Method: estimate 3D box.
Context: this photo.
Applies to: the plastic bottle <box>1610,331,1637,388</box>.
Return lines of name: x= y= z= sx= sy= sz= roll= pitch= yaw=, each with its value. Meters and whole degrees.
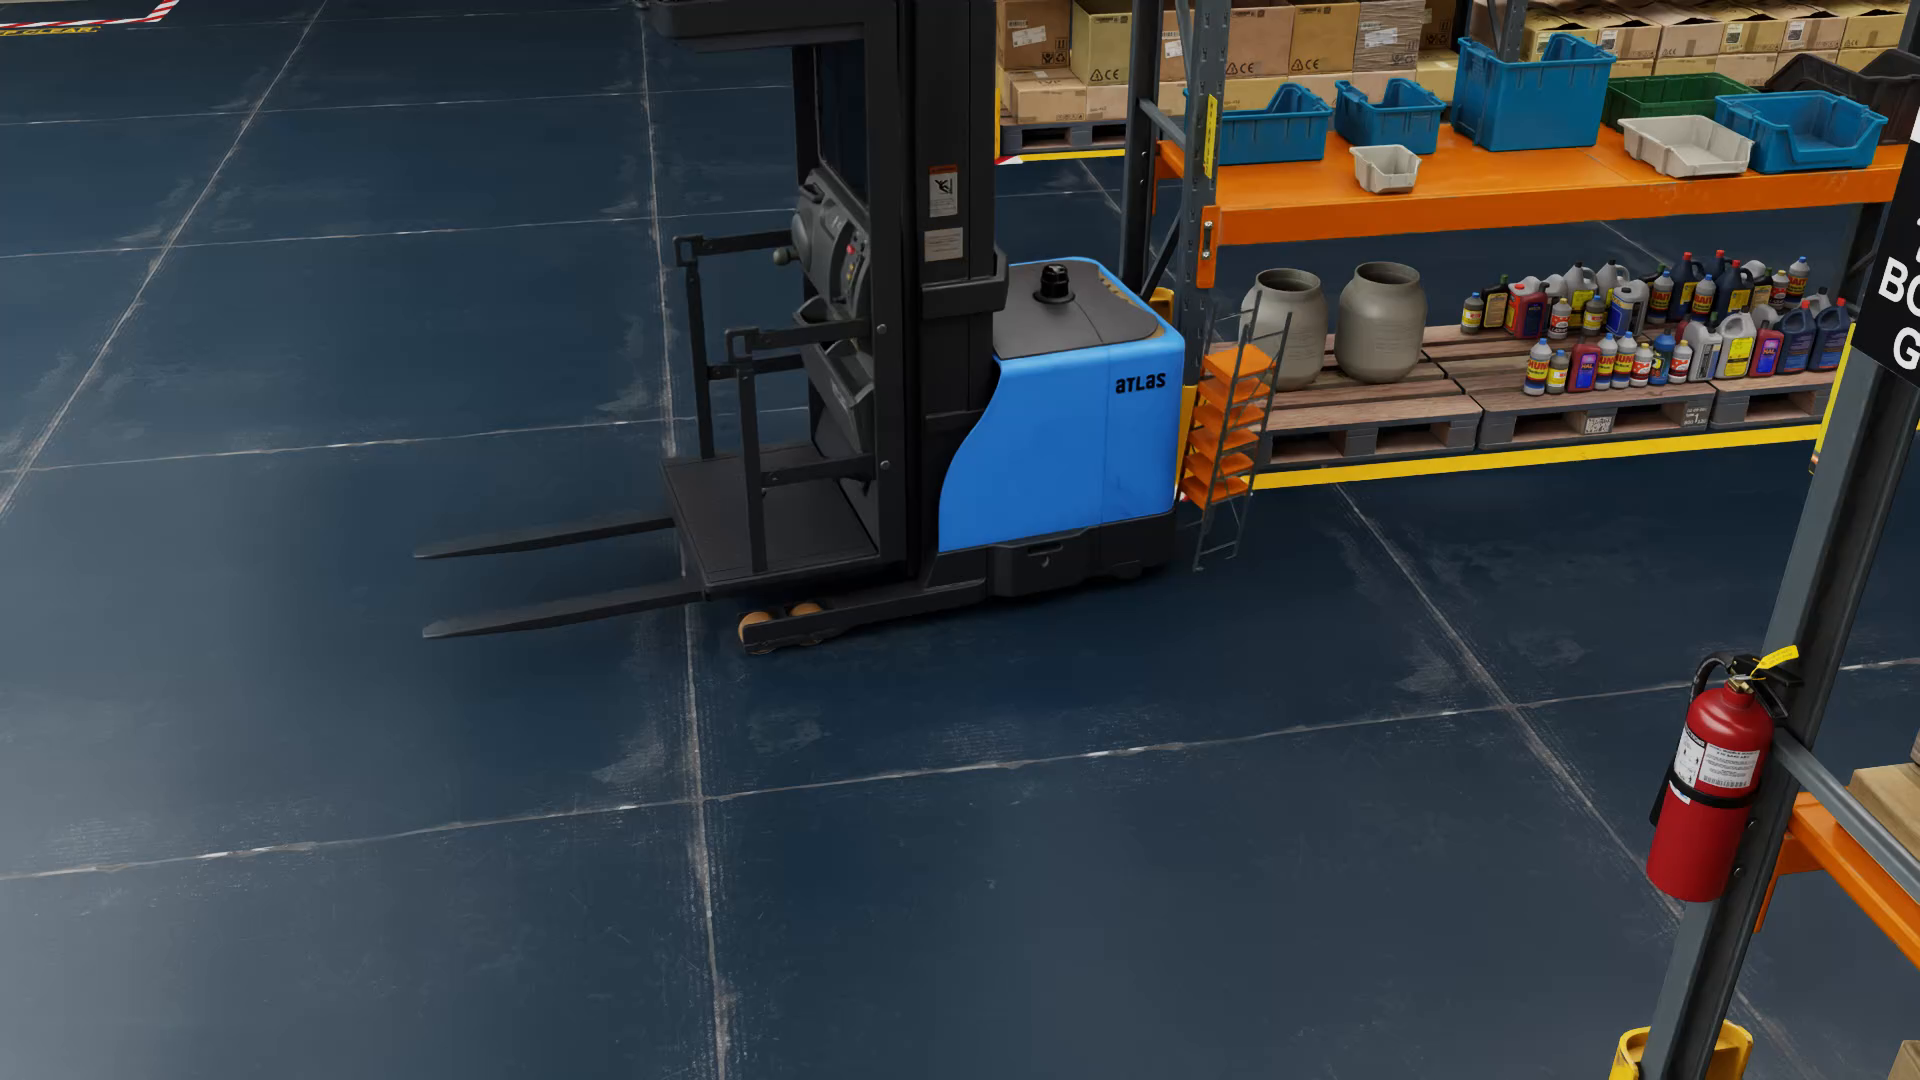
plastic bottle: x=3.209 y=-0.878 z=8.041 sx=0.097 sy=0.271 sz=0.097 roll=0 pitch=30 yaw=0

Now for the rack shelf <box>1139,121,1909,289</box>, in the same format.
rack shelf: x=2.901 y=-1.686 z=7.868 sx=4.000 sy=0.370 sz=1.077 roll=-5 pitch=31 yaw=-9

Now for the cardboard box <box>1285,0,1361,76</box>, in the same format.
cardboard box: x=2.578 y=-3.729 z=12.191 sx=0.500 sy=0.500 sz=0.500 roll=-5 pitch=31 yaw=-9

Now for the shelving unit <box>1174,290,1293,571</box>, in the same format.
shelving unit: x=1.083 y=-0.424 z=6.772 sx=0.258 sy=1.200 sz=0.189 roll=-17 pitch=43 yaw=-27

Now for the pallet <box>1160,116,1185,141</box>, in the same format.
pallet: x=1.987 y=-3.282 z=12.623 sx=1.213 sy=0.211 sz=1.003 roll=-5 pitch=31 yaw=-9

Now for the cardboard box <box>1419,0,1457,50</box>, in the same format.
cardboard box: x=3.467 y=-4.081 z=12.790 sx=0.500 sy=0.500 sz=0.500 roll=-5 pitch=31 yaw=-9

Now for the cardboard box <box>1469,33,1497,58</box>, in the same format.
cardboard box: x=4.335 y=-3.827 z=13.097 sx=0.500 sy=0.250 sz=0.500 roll=-6 pitch=31 yaw=-9

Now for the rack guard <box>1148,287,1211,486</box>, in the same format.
rack guard: x=1.000 y=-0.766 z=8.060 sx=0.348 sy=0.500 sz=1.175 roll=-5 pitch=31 yaw=-9

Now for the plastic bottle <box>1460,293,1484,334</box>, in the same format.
plastic bottle: x=2.661 y=-1.183 z=8.630 sx=0.097 sy=0.201 sz=0.097 roll=0 pitch=30 yaw=0

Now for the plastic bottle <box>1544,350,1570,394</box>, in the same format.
plastic bottle: x=2.875 y=-0.817 z=8.006 sx=0.097 sy=0.201 sz=0.097 roll=0 pitch=30 yaw=0

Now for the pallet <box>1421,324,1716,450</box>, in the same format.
pallet: x=2.997 y=-0.823 z=8.441 sx=1.213 sy=0.211 sz=1.003 roll=-5 pitch=31 yaw=-9

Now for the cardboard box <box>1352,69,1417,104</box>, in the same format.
cardboard box: x=3.069 y=-3.452 z=12.460 sx=0.500 sy=0.250 sz=0.500 roll=-5 pitch=31 yaw=-9

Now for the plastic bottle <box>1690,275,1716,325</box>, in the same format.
plastic bottle: x=3.878 y=-1.252 z=8.678 sx=0.097 sy=0.271 sz=0.097 roll=0 pitch=30 yaw=0

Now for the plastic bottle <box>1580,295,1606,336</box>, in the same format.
plastic bottle: x=3.277 y=-1.166 z=8.600 sx=0.097 sy=0.201 sz=0.097 roll=0 pitch=30 yaw=0

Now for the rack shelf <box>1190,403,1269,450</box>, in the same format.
rack shelf: x=1.089 y=-0.484 z=6.725 sx=0.258 sy=0.103 sz=0.180 roll=-17 pitch=43 yaw=-27

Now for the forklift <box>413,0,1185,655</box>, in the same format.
forklift: x=-0.675 y=-1.117 z=6.258 sx=3.031 sy=2.935 sz=1.130 roll=-10 pitch=32 yaw=-16

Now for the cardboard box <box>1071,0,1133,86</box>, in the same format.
cardboard box: x=1.104 y=-3.587 z=11.950 sx=0.500 sy=0.500 sz=0.500 roll=-5 pitch=31 yaw=-9

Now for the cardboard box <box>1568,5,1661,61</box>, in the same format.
cardboard box: x=4.924 y=-3.843 z=12.571 sx=0.500 sy=0.311 sz=0.500 roll=-6 pitch=31 yaw=-10

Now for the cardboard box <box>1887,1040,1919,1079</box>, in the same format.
cardboard box: x=2.443 y=1.504 z=3.785 sx=0.500 sy=0.500 sz=0.500 roll=0 pitch=30 yaw=0

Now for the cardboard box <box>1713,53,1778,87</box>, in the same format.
cardboard box: x=5.934 y=-3.698 z=12.879 sx=0.500 sy=0.250 sz=0.500 roll=-5 pitch=31 yaw=-8

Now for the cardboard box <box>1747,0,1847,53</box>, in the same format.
cardboard box: x=6.436 y=-3.985 z=12.814 sx=0.500 sy=0.311 sz=0.500 roll=-5 pitch=31 yaw=-9

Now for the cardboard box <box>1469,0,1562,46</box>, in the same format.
cardboard box: x=4.326 y=-4.066 z=12.951 sx=0.500 sy=0.311 sz=0.500 roll=-5 pitch=31 yaw=-9

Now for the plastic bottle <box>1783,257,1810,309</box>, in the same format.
plastic bottle: x=4.476 y=-1.382 z=8.898 sx=0.097 sy=0.271 sz=0.097 roll=0 pitch=30 yaw=0

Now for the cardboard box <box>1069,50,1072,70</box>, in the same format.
cardboard box: x=1.009 y=-3.527 z=12.588 sx=0.500 sy=0.250 sz=0.500 roll=-5 pitch=31 yaw=-9

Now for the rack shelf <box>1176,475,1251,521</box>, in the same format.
rack shelf: x=1.060 y=-0.200 z=6.945 sx=0.258 sy=0.103 sz=0.180 roll=-17 pitch=43 yaw=-27

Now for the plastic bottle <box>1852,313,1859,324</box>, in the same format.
plastic bottle: x=4.454 y=-0.989 z=8.219 sx=0.133 sy=0.283 sz=0.061 roll=-4 pitch=31 yaw=-6

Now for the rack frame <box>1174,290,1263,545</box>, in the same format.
rack frame: x=1.035 y=-0.475 z=6.831 sx=0.240 sy=1.200 sz=0.006 roll=-17 pitch=43 yaw=-27

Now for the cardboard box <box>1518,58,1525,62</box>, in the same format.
cardboard box: x=4.421 y=-3.558 z=12.640 sx=0.500 sy=0.250 sz=0.500 roll=-6 pitch=31 yaw=-10

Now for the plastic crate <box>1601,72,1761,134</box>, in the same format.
plastic crate: x=3.482 y=-2.104 z=8.078 sx=0.662 sy=0.188 sz=0.450 roll=-5 pitch=31 yaw=-9

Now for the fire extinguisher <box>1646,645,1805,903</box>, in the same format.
fire extinguisher: x=1.630 y=0.470 z=3.568 sx=0.183 sy=0.674 sz=0.296 roll=-5 pitch=31 yaw=-9

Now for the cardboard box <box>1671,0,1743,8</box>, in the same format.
cardboard box: x=5.823 y=-4.205 z=13.187 sx=0.500 sy=0.311 sz=0.500 roll=-6 pitch=31 yaw=-10

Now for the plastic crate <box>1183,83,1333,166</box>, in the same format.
plastic crate: x=1.372 y=-1.944 z=7.744 sx=0.616 sy=0.251 sz=0.499 roll=-5 pitch=31 yaw=-9

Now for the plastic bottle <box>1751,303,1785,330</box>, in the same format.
plastic bottle: x=4.046 y=-1.046 z=8.322 sx=0.135 sy=0.276 sz=0.152 roll=-5 pitch=31 yaw=-9

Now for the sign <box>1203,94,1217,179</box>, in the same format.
sign: x=1.028 y=-1.658 z=6.838 sx=0.005 sy=0.325 sz=0.100 roll=-5 pitch=31 yaw=-9

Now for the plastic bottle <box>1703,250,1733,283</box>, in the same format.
plastic bottle: x=3.999 y=-1.360 z=8.782 sx=0.185 sy=0.351 sz=0.144 roll=-4 pitch=31 yaw=-8

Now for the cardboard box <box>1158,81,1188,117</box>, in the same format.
cardboard box: x=1.596 y=-3.310 z=12.219 sx=0.500 sy=0.250 sz=0.500 roll=-5 pitch=31 yaw=-9

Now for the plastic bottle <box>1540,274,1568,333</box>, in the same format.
plastic bottle: x=3.050 y=-1.237 z=8.648 sx=0.135 sy=0.276 sz=0.152 roll=-6 pitch=31 yaw=-10

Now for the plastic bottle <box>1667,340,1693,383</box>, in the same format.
plastic bottle: x=3.508 y=-0.875 z=8.106 sx=0.097 sy=0.201 sz=0.097 roll=0 pitch=30 yaw=0

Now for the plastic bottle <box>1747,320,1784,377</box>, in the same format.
plastic bottle: x=3.945 y=-0.942 z=8.138 sx=0.133 sy=0.283 sz=0.061 roll=-3 pitch=31 yaw=-6

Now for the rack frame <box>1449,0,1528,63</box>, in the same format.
rack frame: x=3.980 y=-4.649 z=12.197 sx=0.127 sy=3.000 sz=1.000 roll=-5 pitch=31 yaw=-9
